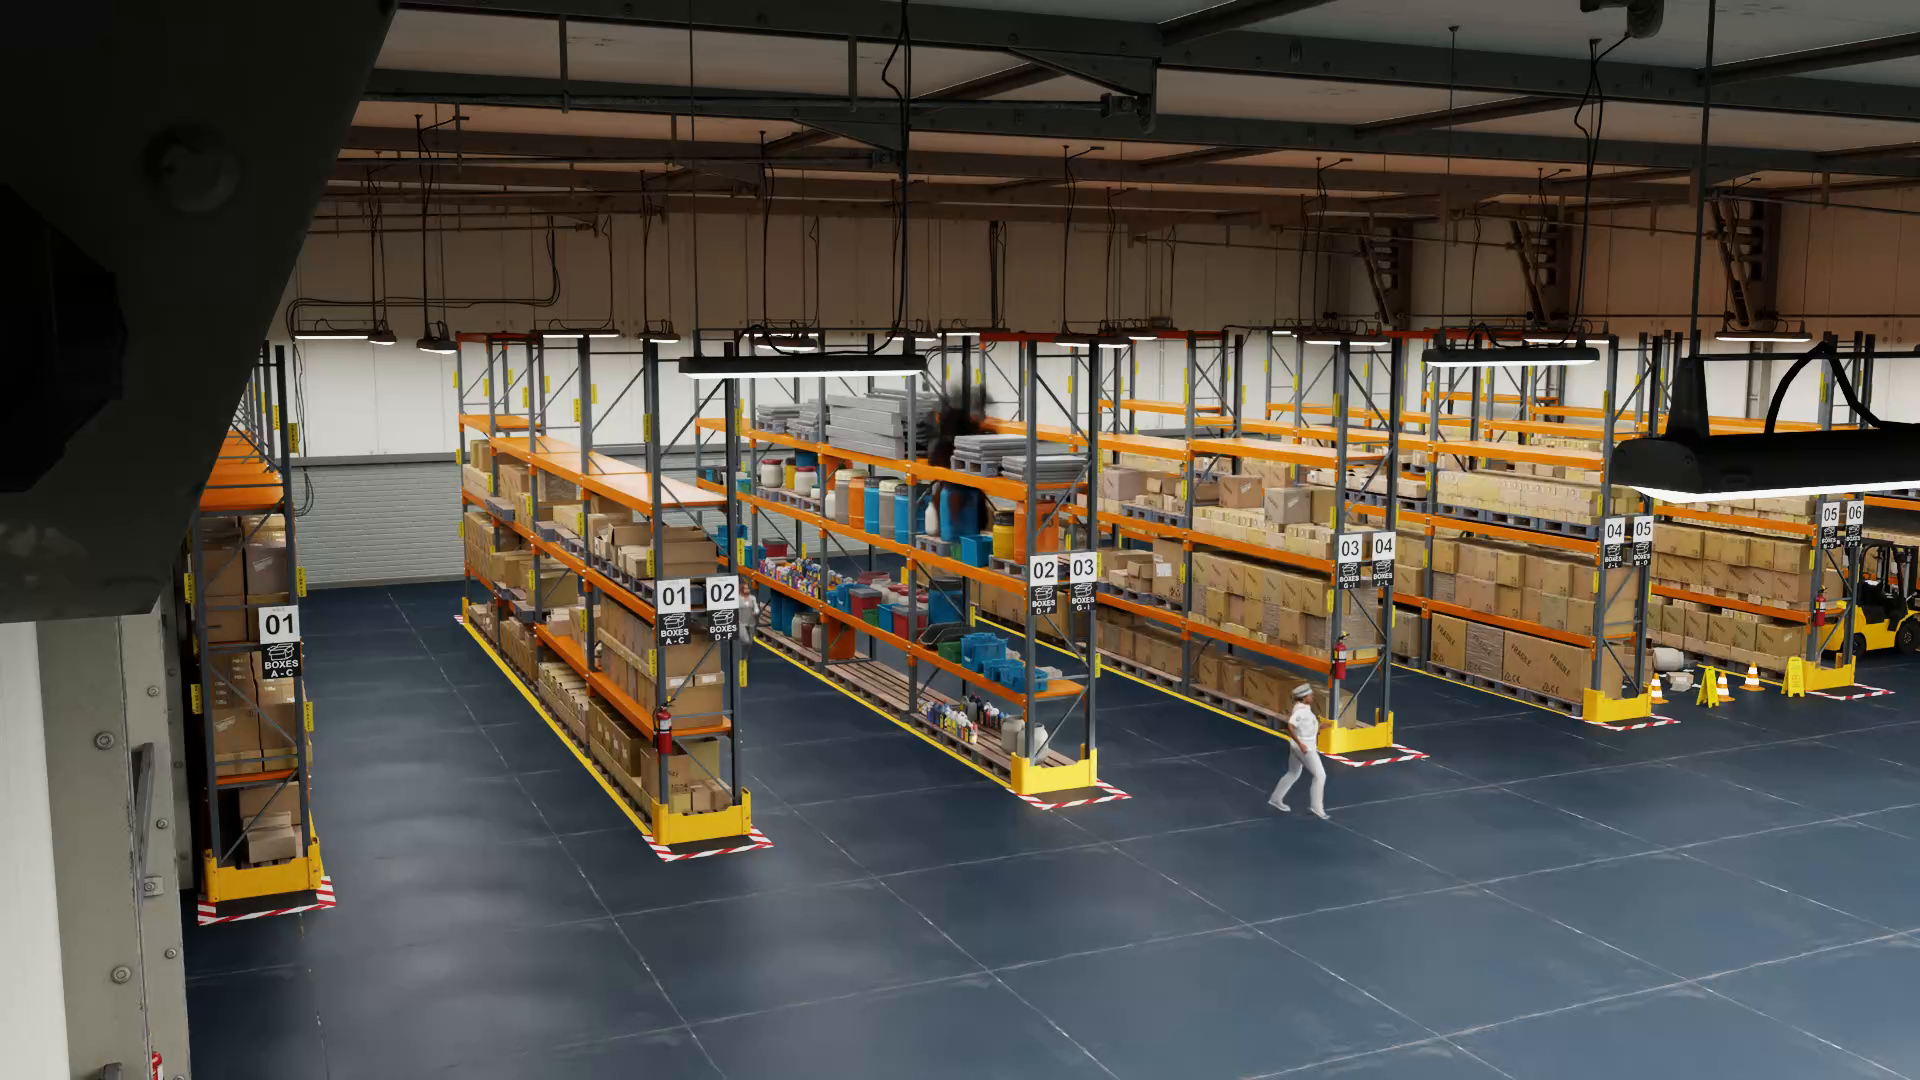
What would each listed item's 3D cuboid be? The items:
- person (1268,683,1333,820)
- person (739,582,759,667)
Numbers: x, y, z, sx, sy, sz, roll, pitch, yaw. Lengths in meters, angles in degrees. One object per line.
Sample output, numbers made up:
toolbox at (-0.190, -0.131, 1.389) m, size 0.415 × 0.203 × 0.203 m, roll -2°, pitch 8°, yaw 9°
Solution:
person at (4.312, 2.672, 21.004) m, size 0.780 × 1.756 × 0.551 m, roll 0°, pitch 8°, yaw -3°
person at (-3.827, 1.548, 29.654) m, size 0.504 × 1.604 × 0.672 m, roll -4°, pitch 9°, yaw -30°
